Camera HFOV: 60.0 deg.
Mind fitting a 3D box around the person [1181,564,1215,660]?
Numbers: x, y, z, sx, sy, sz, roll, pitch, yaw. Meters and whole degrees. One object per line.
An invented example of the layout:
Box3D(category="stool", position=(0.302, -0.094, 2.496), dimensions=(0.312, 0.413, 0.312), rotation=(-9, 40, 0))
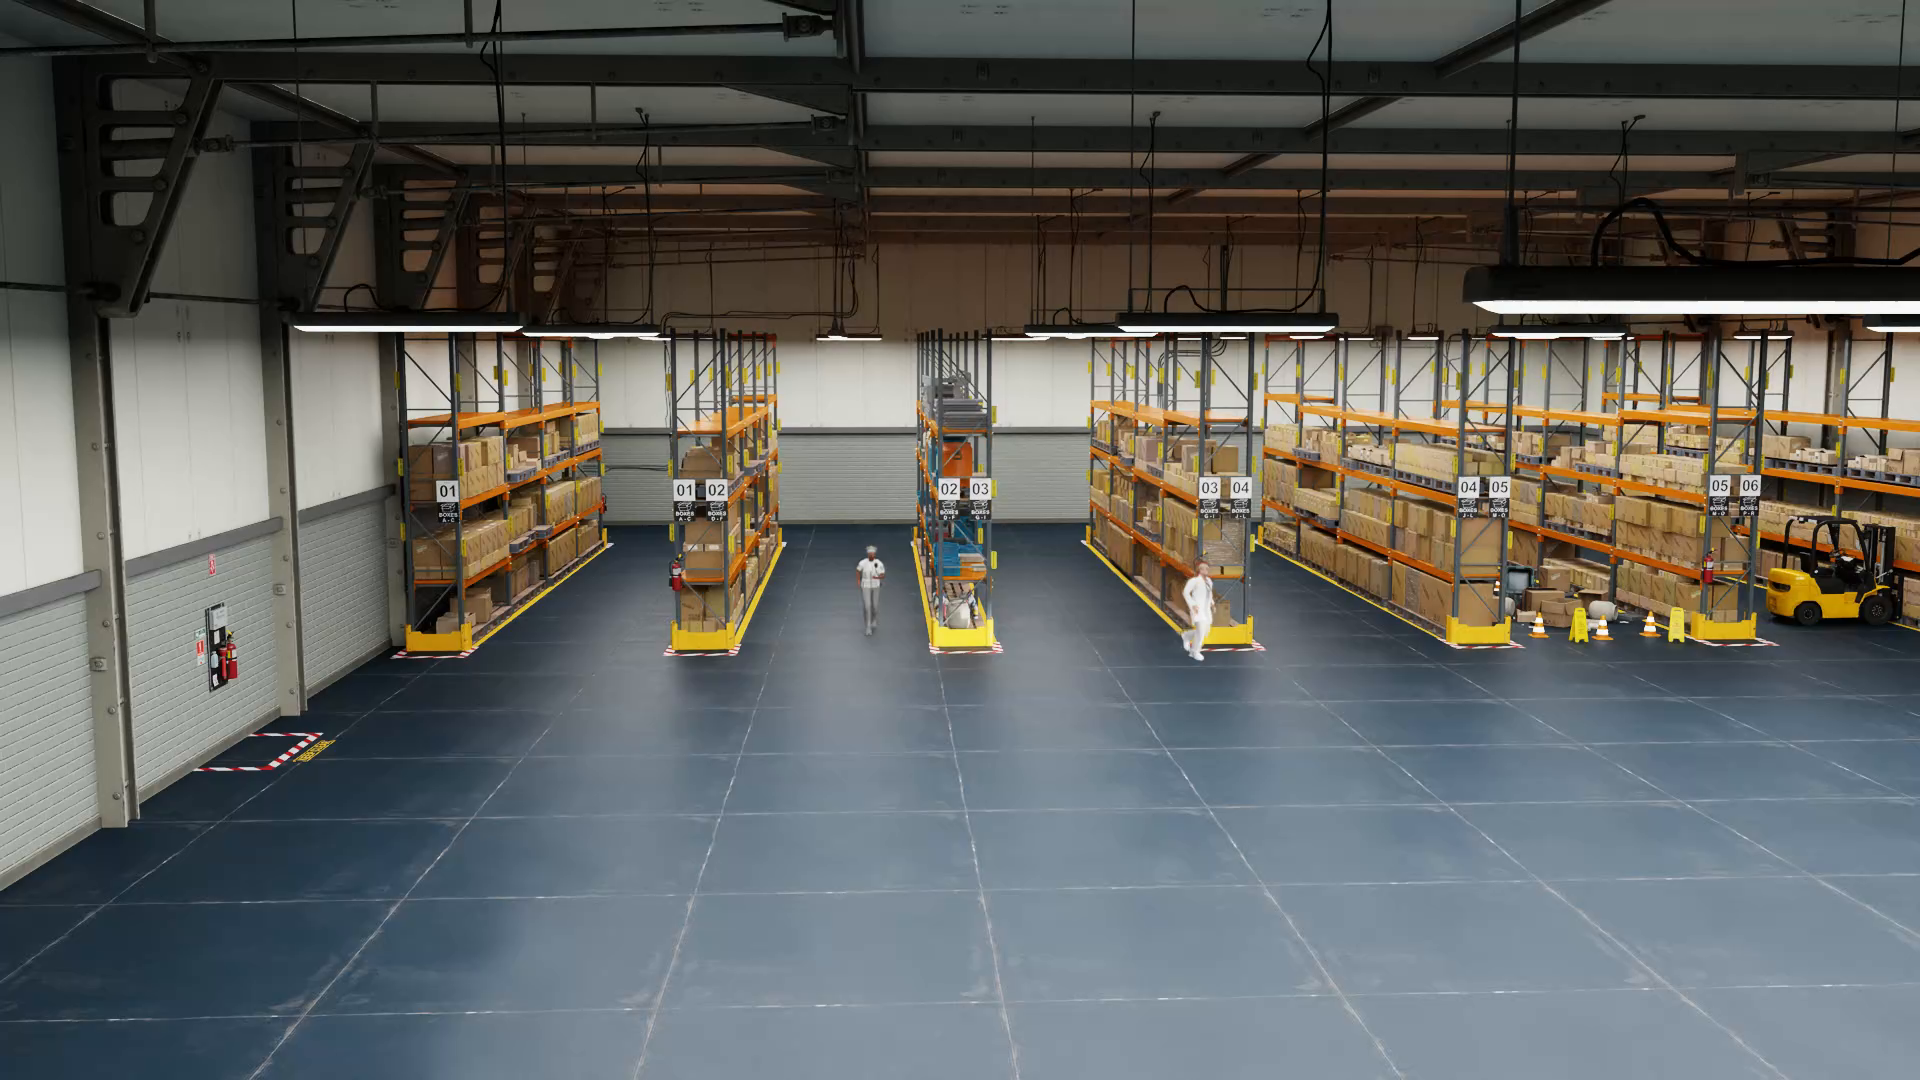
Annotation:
Box3D(category="person", position=(4.375, 1.291, 30.551), dimensions=(0.753, 1.727, 0.684), rotation=(-6, 9, -41))

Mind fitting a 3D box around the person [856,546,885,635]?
Box3D(category="person", position=(-1.778, 0.977, 33.169), dimensions=(0.561, 1.744, 0.787), rotation=(-1, 7, -8))

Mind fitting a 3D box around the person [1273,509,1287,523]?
Box3D(category="person", position=(9.540, -0.852, 49.092), dimensions=(0.598, 1.618, 0.601), rotation=(-1, 7, -8))
